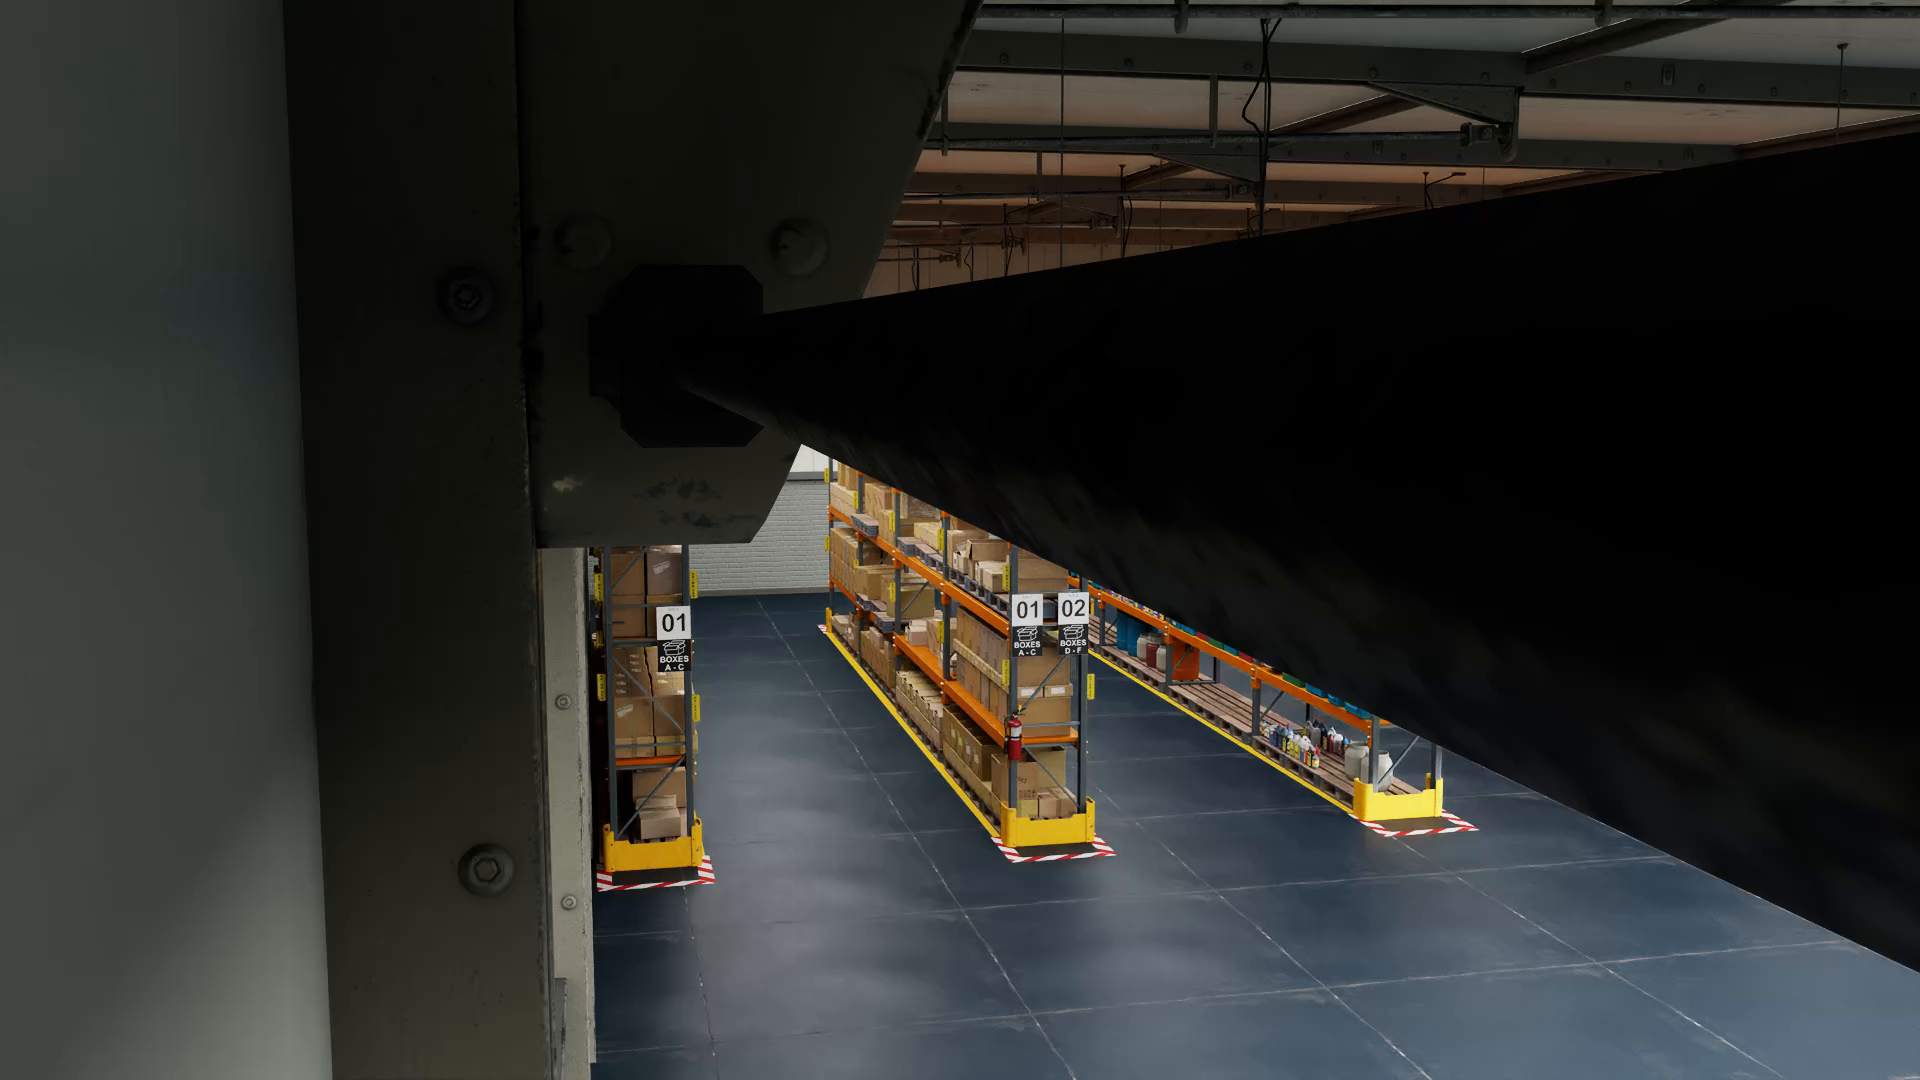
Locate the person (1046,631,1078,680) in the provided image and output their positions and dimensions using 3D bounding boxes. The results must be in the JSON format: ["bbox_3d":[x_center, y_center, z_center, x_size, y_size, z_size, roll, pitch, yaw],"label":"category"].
[{"bbox_3d":[1.889,1.940,29.718,0.681,1.721,0.593,-3,7,-22],"label":"person"}]
